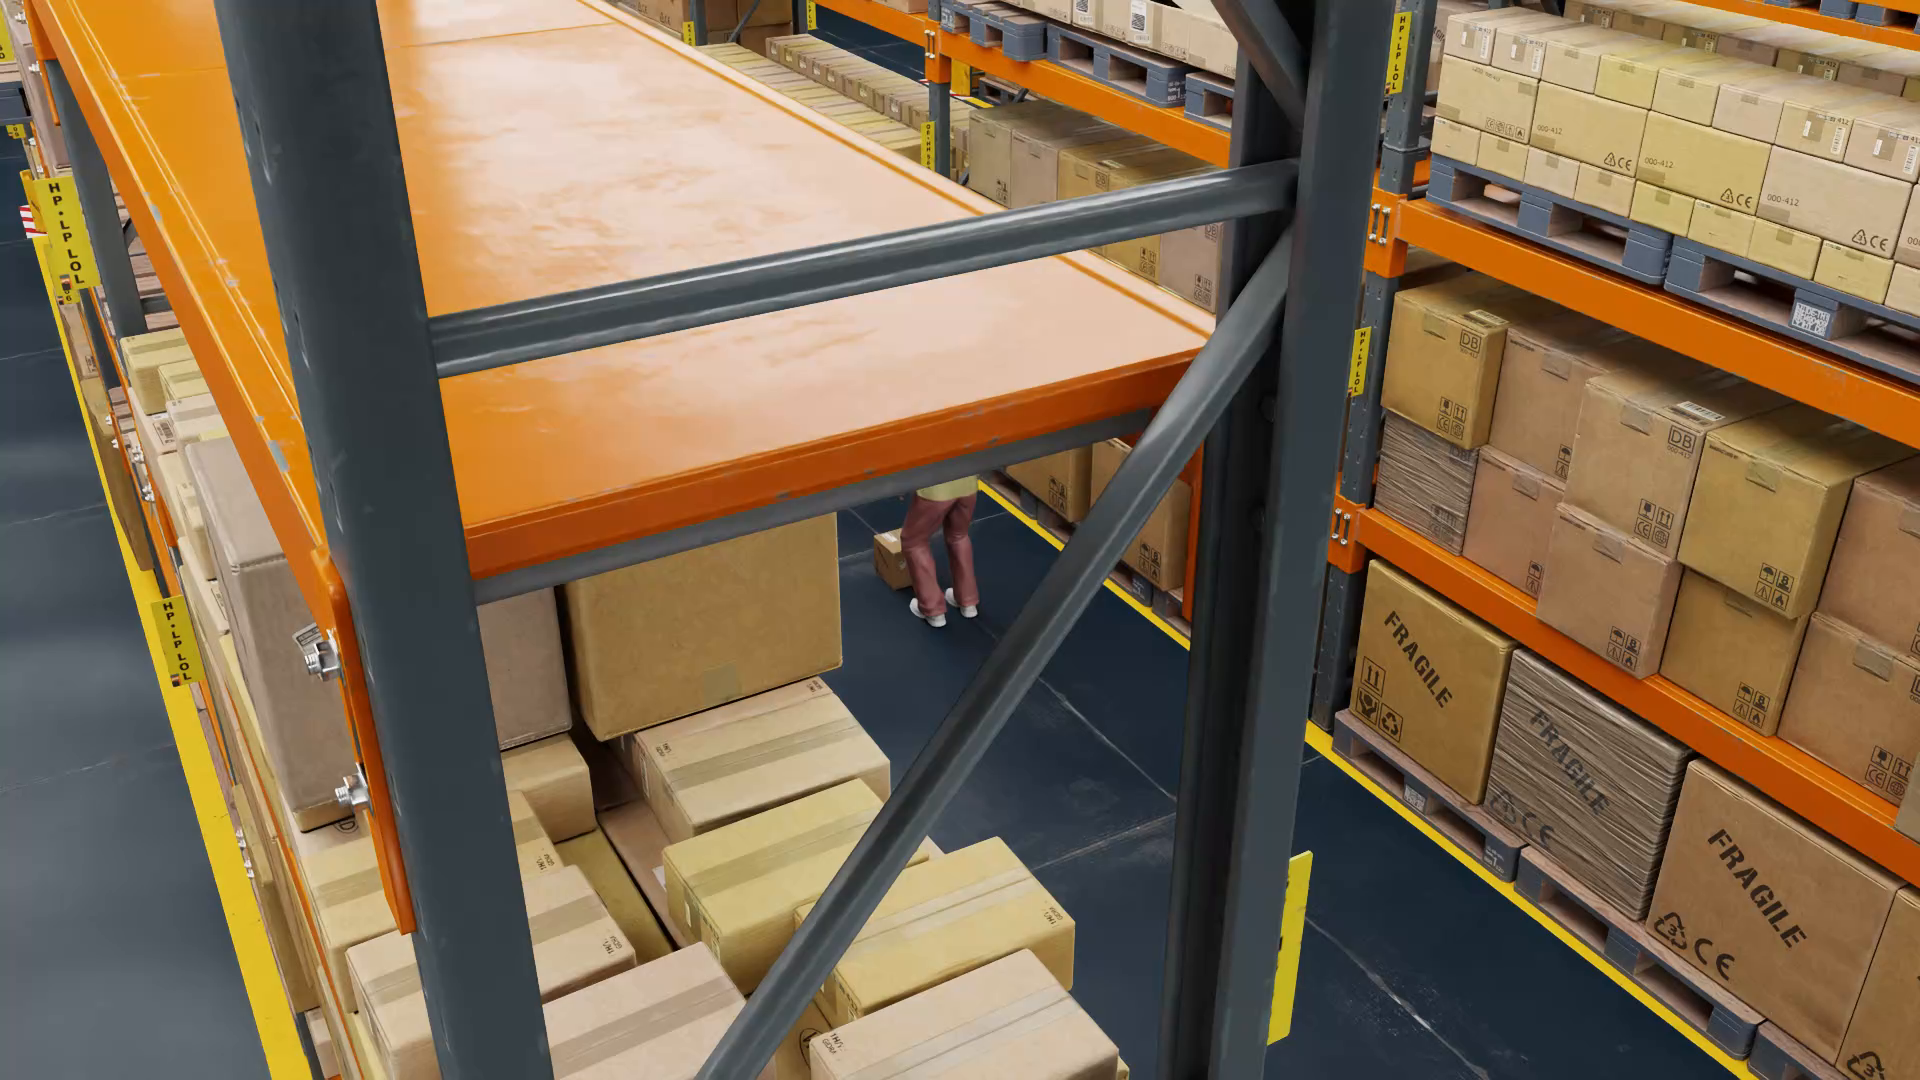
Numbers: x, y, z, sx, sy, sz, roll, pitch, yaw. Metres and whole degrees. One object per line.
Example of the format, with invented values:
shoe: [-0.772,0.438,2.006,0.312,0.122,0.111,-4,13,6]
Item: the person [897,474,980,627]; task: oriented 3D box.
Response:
person: [-0.127,-0.280,9.151,0.478,1.597,0.426,-15,32,-25]
